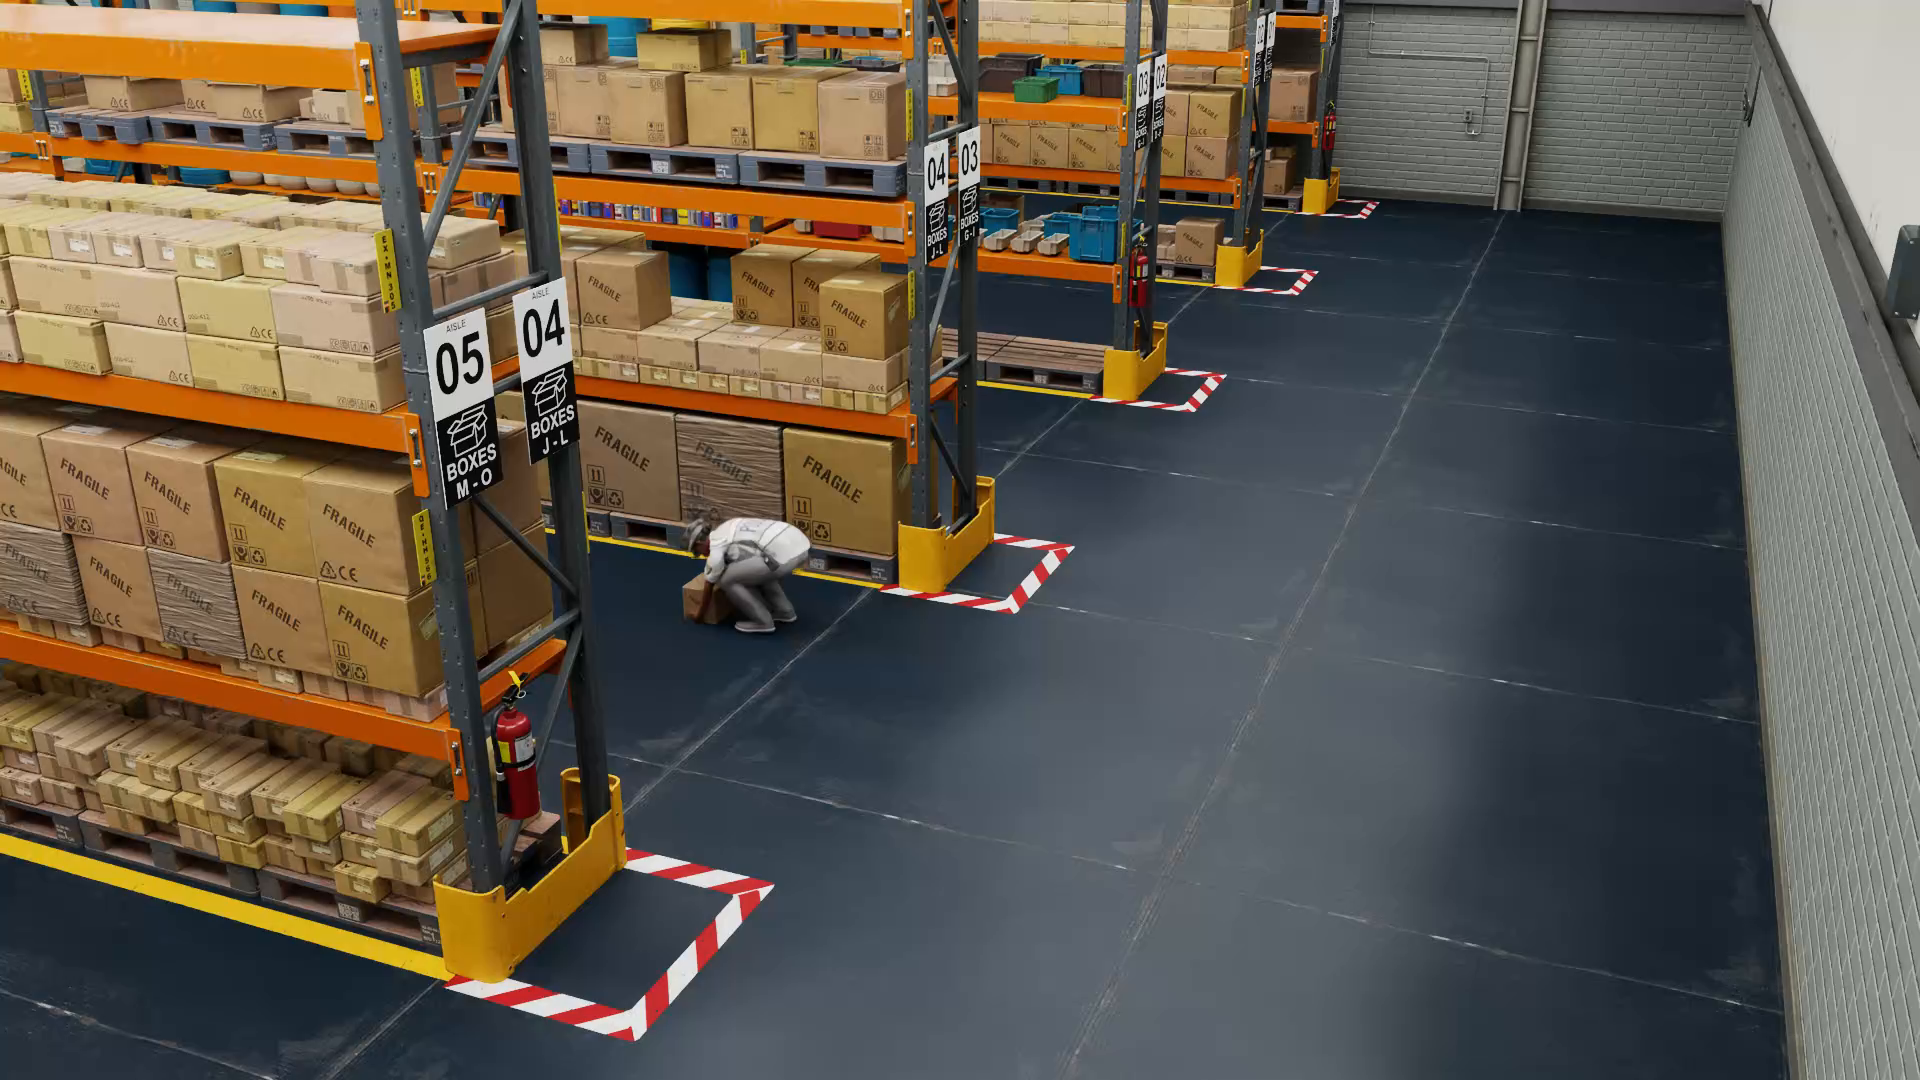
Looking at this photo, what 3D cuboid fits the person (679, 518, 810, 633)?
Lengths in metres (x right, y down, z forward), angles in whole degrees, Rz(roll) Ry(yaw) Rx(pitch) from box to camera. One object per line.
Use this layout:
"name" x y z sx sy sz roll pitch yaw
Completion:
"person" -1.489 0.236 11.542 0.926 0.792 0.450 8 24 19
